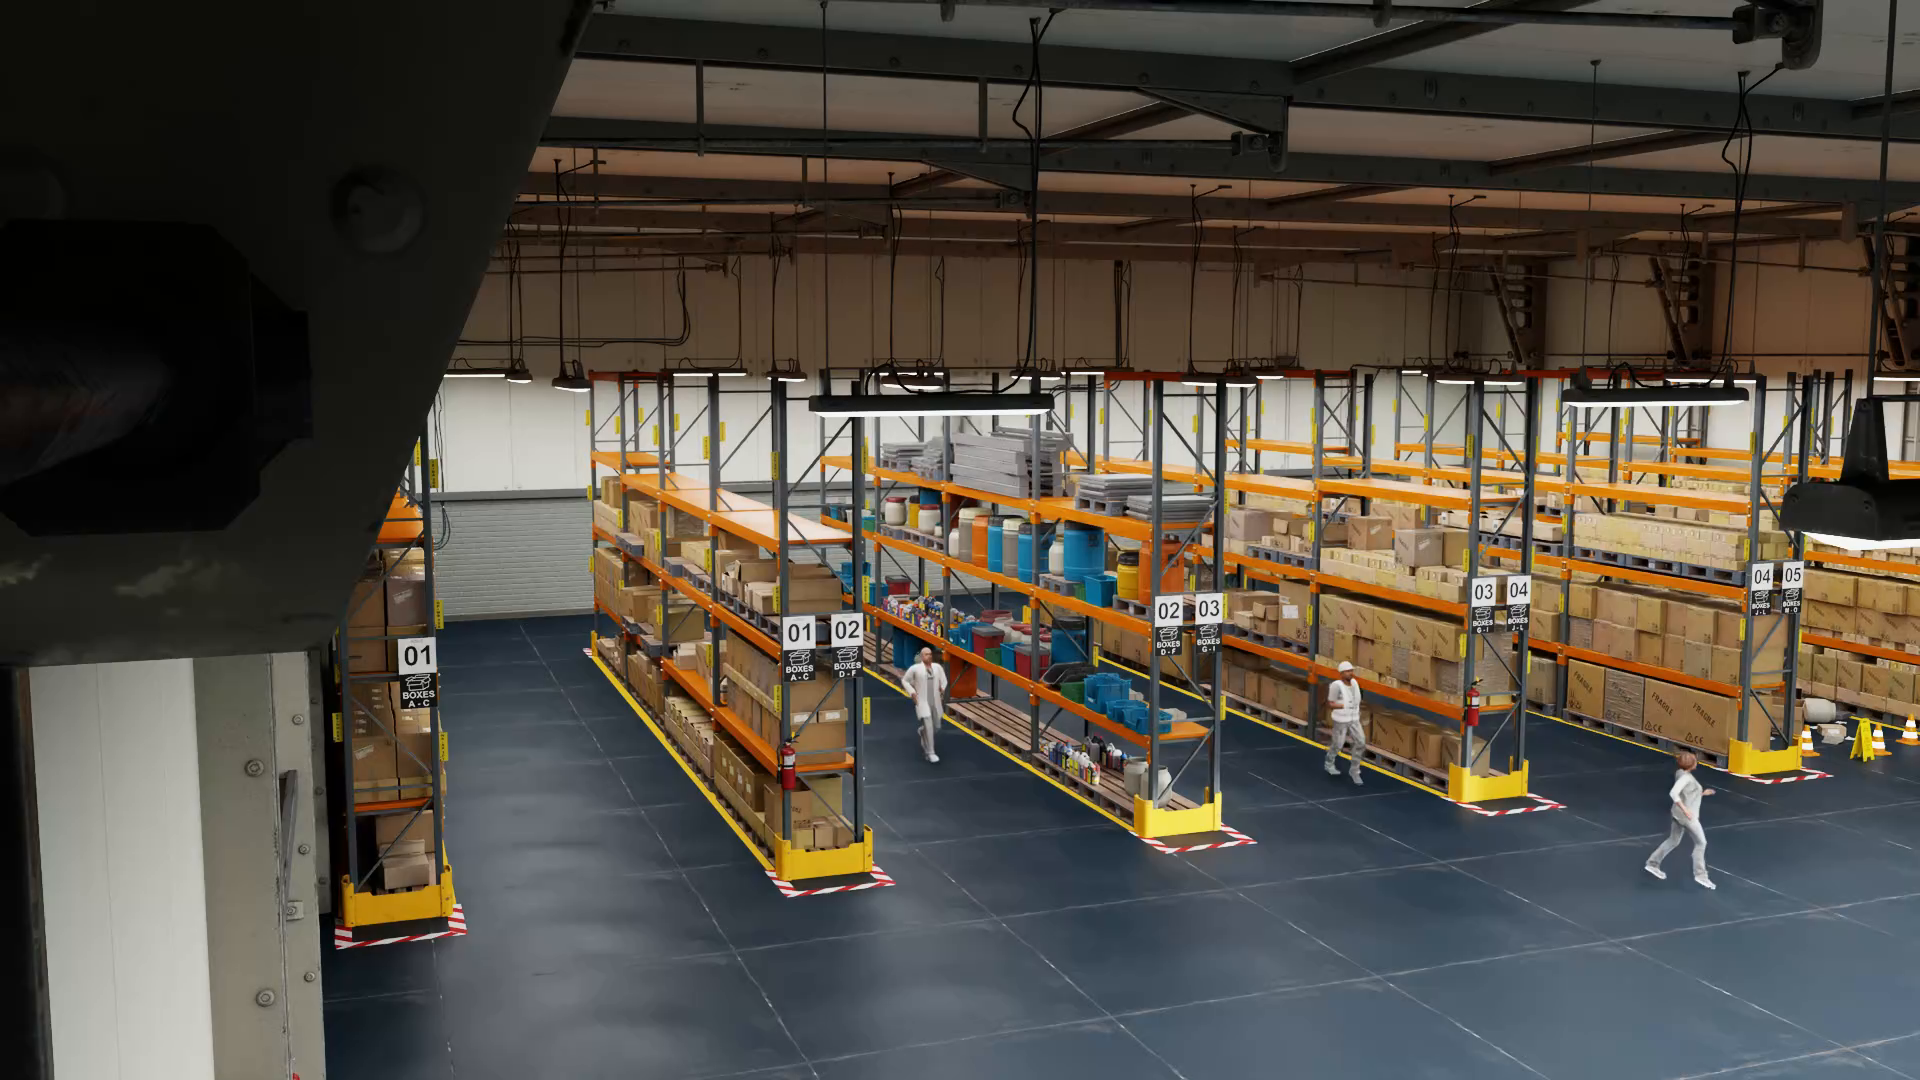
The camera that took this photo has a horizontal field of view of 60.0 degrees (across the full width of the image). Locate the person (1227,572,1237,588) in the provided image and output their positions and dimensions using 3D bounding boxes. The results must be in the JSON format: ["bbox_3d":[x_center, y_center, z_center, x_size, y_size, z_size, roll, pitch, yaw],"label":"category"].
[{"bbox_3d":[6.945,0.814,41.727,0.665,1.734,0.708,-2,7,-20],"label":"person"}]

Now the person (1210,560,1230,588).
[{"bbox_3d":[6.478,0.810,41.596,0.854,1.770,0.715,3,7,22],"label":"person"}]

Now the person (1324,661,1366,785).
[{"bbox_3d":[5.706,2.706,24.638,0.656,1.844,0.782,-3,7,-25],"label":"person"}]

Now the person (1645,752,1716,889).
[{"bbox_3d":[8.596,3.327,19.774,0.784,1.615,0.517,1,6,5],"label":"person"}]

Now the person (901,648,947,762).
[{"bbox_3d":[-0.527,2.555,26.074,0.720,1.746,0.912,-3,7,-25],"label":"person"}]
